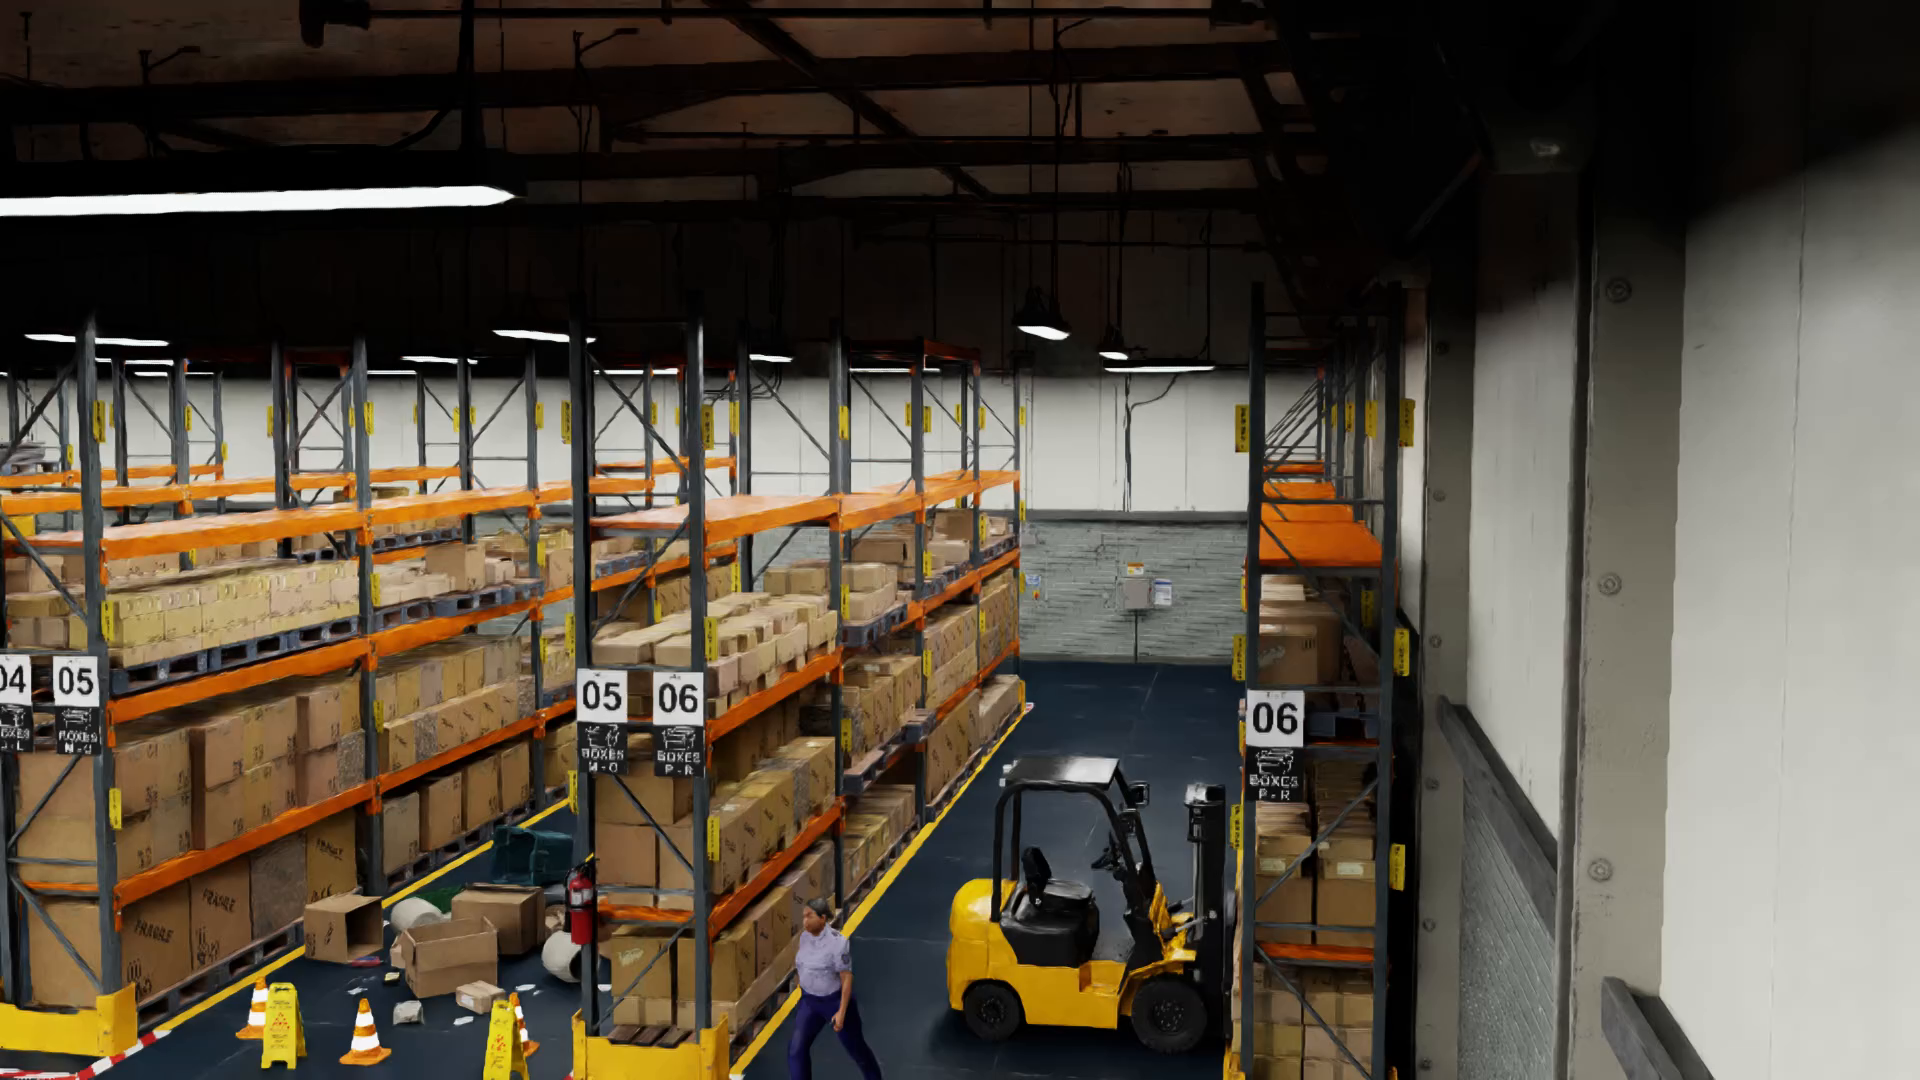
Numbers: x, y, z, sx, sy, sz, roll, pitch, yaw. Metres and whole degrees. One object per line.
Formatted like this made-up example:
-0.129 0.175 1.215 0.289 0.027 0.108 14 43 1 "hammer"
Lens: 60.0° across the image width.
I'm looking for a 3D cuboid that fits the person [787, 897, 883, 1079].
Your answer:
-0.936 3.388 12.150 0.548 1.604 0.880 3 6 35 "person"
